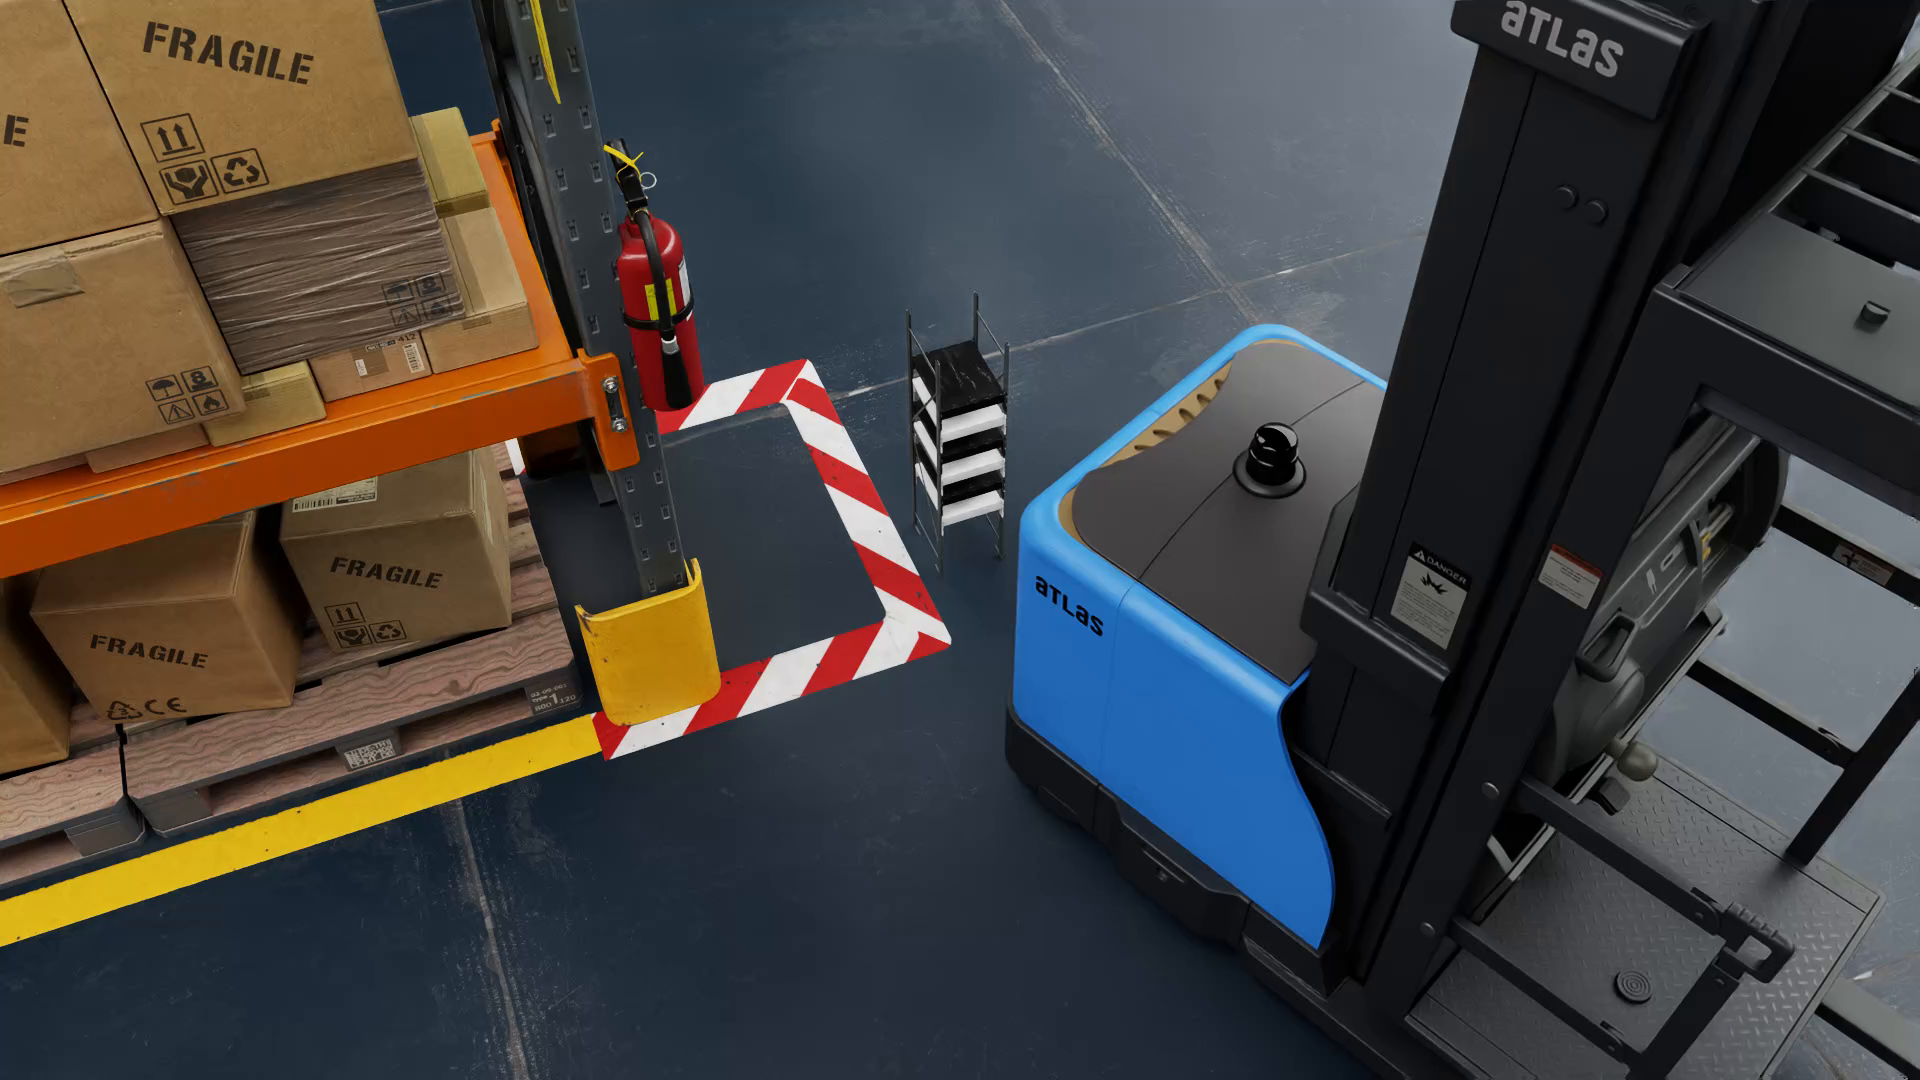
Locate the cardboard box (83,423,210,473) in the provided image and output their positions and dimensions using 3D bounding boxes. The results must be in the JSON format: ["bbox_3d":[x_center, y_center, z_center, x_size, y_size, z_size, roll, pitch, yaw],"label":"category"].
[{"bbox_3d":[-1.858,-0.357,3.745,0.250,0.149,0.380,-17,52,-14],"label":"cardboard box"}]

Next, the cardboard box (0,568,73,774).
[{"bbox_3d":[-2.703,0.301,4.385,0.500,0.500,0.500,-13,51,-11],"label":"cardboard box"}]

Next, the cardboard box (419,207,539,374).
[{"bbox_3d":[-1.177,-0.597,3.951,0.250,0.149,0.380,-17,52,-14],"label":"cardboard box"}]

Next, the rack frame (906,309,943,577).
[{"bbox_3d":[-0.102,-0.262,4.882,0.006,0.900,0.240,-17,52,-14],"label":"rack frame"}]

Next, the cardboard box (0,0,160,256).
[{"bbox_3d":[-1.868,-0.883,3.110,0.500,0.500,0.500,-17,52,-14],"label":"cardboard box"}]

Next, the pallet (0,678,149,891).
[{"bbox_3d":[-2.955,0.579,4.613,1.213,0.211,1.003,-17,52,-14],"label":"pallet"}]

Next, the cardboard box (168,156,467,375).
[{"bbox_3d":[-1.511,-0.897,3.781,0.500,0.500,0.875,-17,52,-14],"label":"cardboard box"}]

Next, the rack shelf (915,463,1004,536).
[{"bbox_3d":[-0.008,-0.152,5.068,0.200,0.077,0.258,-17,52,-14],"label":"rack shelf"}]

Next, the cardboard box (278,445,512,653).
[{"bbox_3d":[-1.576,-0.061,4.696,0.500,0.500,0.500,-9,50,-7],"label":"cardboard box"}]

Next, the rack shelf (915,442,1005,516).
[{"bbox_3d":[-0.008,-0.211,5.000,0.200,0.077,0.258,-17,52,-14],"label":"rack shelf"}]

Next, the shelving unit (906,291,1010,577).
[{"bbox_3d":[-0.008,-0.291,4.907,0.210,0.900,0.258,-17,52,-14],"label":"shelving unit"}]

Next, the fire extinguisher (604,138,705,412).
[{"bbox_3d":[-0.711,-0.590,3.830,0.183,0.674,0.296,-17,52,-14],"label":"fire extinguisher"}]

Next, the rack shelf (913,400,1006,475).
[{"bbox_3d":[-0.008,-0.328,4.864,0.200,0.077,0.258,-17,52,-14],"label":"rack shelf"}]

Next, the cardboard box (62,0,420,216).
[{"bbox_3d":[-1.407,-1.030,3.236,0.500,0.500,0.500,-17,52,-14],"label":"cardboard box"}]

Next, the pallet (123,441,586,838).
[{"bbox_3d":[-1.827,0.232,4.911,1.213,0.211,1.003,-17,52,-14],"label":"pallet"}]

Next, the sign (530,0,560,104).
[{"bbox_3d":[-0.800,-0.991,3.152,0.005,0.325,0.100,-17,52,-14],"label":"sign"}]

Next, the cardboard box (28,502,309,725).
[{"bbox_3d":[-2.116,0.134,4.528,0.500,0.500,0.500,-5,50,-5],"label":"cardboard box"}]

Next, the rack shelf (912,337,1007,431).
[{"bbox_3d":[-0.008,-0.445,4.727,0.200,0.077,0.258,-17,52,-14],"label":"rack shelf"}]

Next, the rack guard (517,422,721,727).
[{"bbox_3d":[-1.062,-0.070,4.980,0.348,0.500,1.175,-17,52,-14],"label":"rack guard"}]

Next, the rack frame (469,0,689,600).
[{"bbox_3d":[-0.992,-0.906,4.051,0.127,3.000,1.000,-17,52,-14],"label":"rack frame"}]

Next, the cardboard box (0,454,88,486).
[{"bbox_3d":[-2.105,-0.315,3.709,0.250,0.149,0.380,-17,52,-14],"label":"cardboard box"}]

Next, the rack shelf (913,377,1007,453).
[{"bbox_3d":[-0.008,-0.386,4.795,0.200,0.077,0.258,-17,52,-14],"label":"rack shelf"}]

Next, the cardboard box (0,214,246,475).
[{"bbox_3d":[-1.929,-0.669,3.586,0.500,0.500,0.875,-17,52,-14],"label":"cardboard box"}]

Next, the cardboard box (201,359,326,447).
[{"bbox_3d":[-1.621,-0.418,3.798,0.250,0.149,0.380,-17,52,-14],"label":"cardboard box"}]

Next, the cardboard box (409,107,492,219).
[{"bbox_3d":[-1.346,-0.910,4.220,0.250,0.149,0.380,-17,52,-14],"label":"cardboard box"}]

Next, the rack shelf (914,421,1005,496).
[{"bbox_3d":[-0.008,-0.269,4.932,0.200,0.077,0.258,-17,52,-14],"label":"rack shelf"}]

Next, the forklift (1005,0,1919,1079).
[{"bbox_3d":[1.539,0.190,3.155,3.031,2.935,1.130,36,58,27],"label":"forklift"}]

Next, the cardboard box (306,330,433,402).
[{"bbox_3d":[-1.409,-0.526,3.890,0.250,0.149,0.380,-17,52,-14],"label":"cardboard box"}]

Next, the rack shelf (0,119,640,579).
[{"bbox_3d":[-2.843,-0.098,3.831,4.000,0.370,1.077,-17,52,-14],"label":"rack shelf"}]

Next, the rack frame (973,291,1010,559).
[{"bbox_3d":[0.087,-0.320,4.932,0.006,0.900,0.240,-17,52,-14],"label":"rack frame"}]
